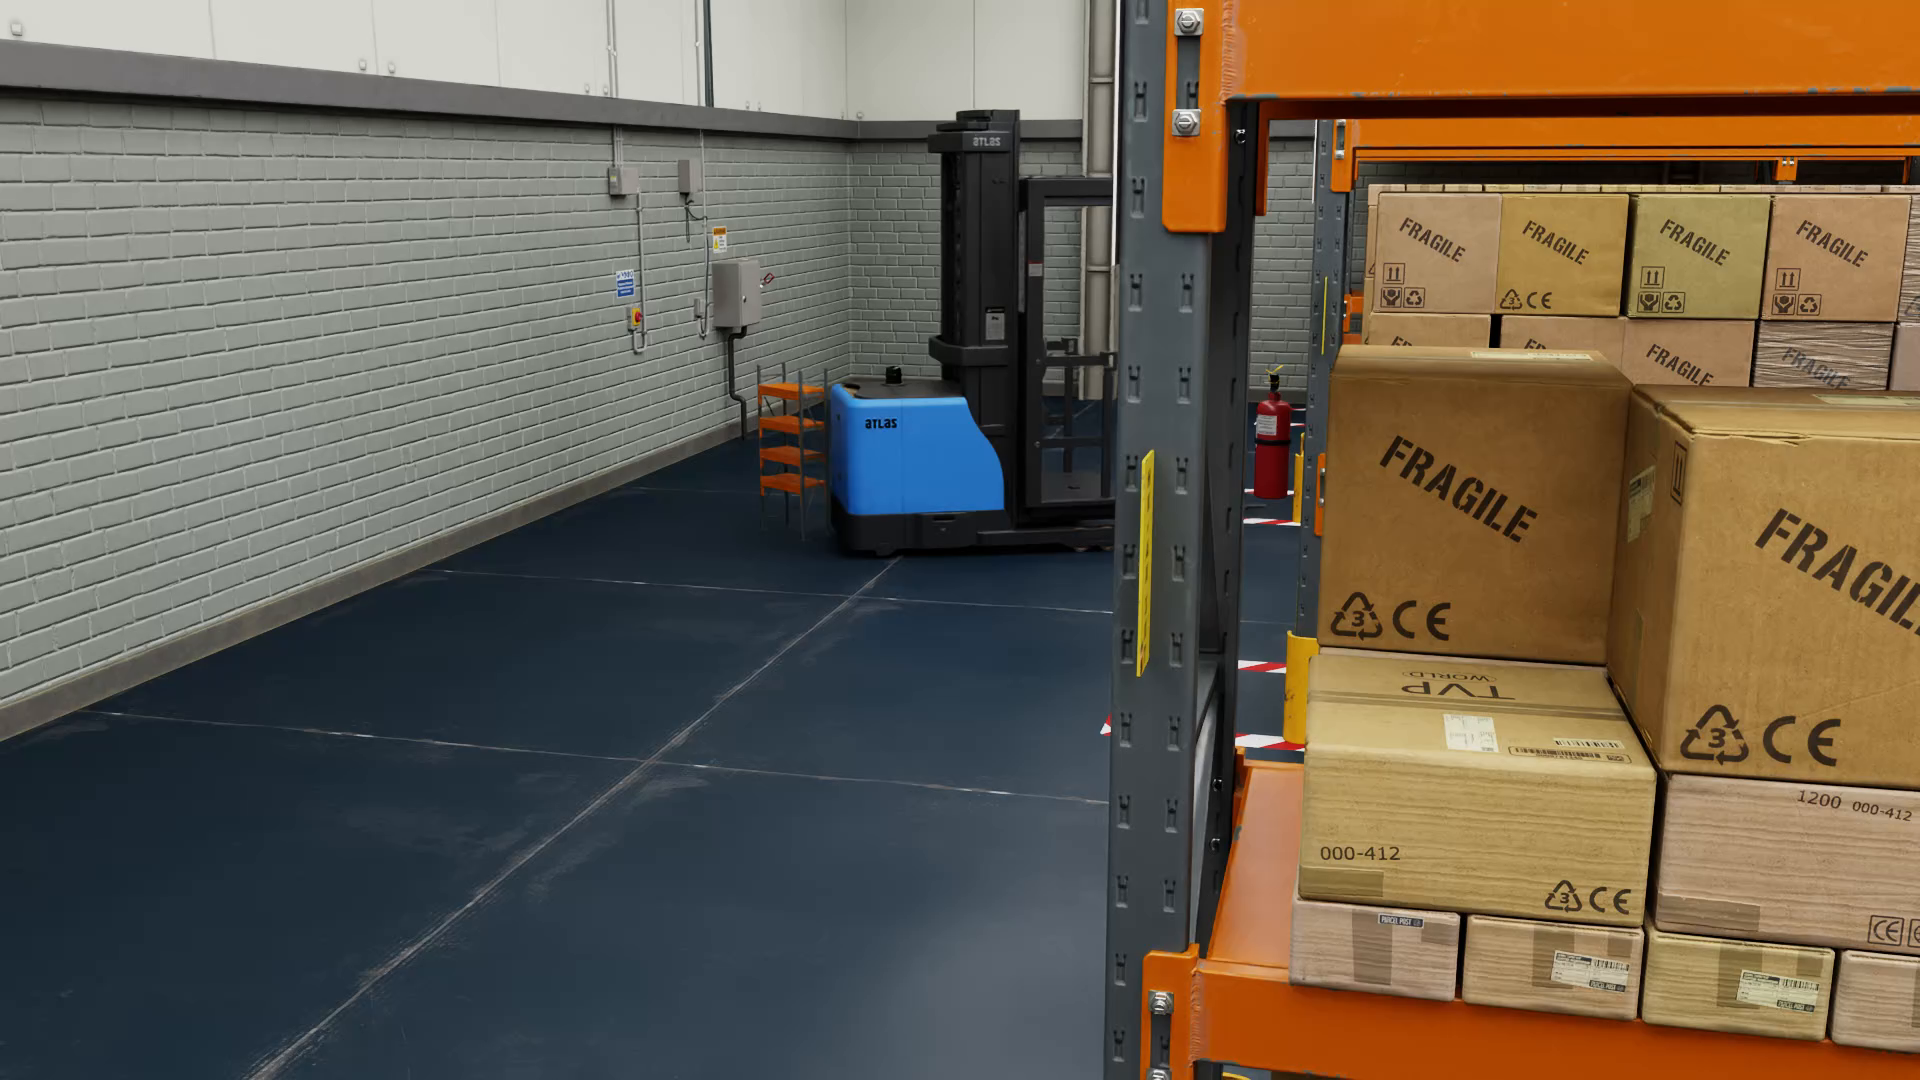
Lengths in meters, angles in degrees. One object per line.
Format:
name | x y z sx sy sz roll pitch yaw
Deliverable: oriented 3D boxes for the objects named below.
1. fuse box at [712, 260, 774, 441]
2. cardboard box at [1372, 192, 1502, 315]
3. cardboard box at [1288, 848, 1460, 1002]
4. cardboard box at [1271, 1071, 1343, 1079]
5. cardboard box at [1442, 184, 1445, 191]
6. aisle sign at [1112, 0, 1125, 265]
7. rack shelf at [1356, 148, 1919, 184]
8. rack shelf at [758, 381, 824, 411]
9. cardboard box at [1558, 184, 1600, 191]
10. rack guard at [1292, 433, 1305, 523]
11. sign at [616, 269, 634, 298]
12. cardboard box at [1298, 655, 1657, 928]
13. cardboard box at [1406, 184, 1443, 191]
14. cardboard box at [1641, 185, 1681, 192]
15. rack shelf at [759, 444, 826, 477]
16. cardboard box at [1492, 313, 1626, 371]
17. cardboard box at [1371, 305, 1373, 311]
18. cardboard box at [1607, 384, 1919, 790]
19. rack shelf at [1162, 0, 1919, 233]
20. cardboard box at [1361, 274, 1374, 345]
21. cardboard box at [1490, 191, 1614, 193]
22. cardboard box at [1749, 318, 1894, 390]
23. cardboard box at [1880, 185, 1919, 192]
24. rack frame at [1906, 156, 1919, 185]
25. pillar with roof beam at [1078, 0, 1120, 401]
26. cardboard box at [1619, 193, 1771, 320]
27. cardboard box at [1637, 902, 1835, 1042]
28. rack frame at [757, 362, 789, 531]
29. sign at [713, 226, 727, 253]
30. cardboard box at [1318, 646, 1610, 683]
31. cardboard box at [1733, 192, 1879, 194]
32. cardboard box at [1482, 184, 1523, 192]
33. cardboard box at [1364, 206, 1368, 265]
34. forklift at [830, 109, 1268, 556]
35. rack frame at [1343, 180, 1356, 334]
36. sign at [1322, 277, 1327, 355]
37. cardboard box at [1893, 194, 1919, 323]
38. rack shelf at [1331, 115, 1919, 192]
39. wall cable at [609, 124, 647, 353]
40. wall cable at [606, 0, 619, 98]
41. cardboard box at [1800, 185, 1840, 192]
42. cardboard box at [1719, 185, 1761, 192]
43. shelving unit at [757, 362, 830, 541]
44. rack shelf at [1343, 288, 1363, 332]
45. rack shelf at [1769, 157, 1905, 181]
fuse box | -2.046 -1.797 15.884 0.414 1.711 0.539 3 13 14
cardboard box | 2.073 -1.261 7.267 0.500 0.500 0.500 3 13 13
cardboard box | 0.680 0.590 2.729 0.250 0.149 0.380 3 13 14
cardboard box | 1.055 1.228 3.208 0.875 0.875 0.875 3 13 14
cardboard box | 3.708 -2.578 12.390 0.250 0.149 0.380 3 13 13
aisle sign | 0.273 -0.830 2.549 0.004 0.787 0.394 3 13 14
rack shelf | 4.731 -2.714 11.776 4.000 0.370 1.077 3 13 14
rack shelf | -1.182 -1.016 11.731 0.258 0.148 0.480 -11 17 -41
cardboard box | 4.323 -2.411 11.638 0.250 0.149 0.380 3 13 14
rack guard | 2.766 -0.485 12.767 0.348 0.500 1.175 3 13 14
sign | -2.762 -2.117 13.727 0.001 0.218 0.327 3 13 14
cardboard box | 0.816 0.389 2.714 0.500 0.250 0.500 3 13 12
cardboard box | 3.339 -2.483 11.962 0.250 0.149 0.380 3 13 15
cardboard box | 4.829 -2.389 11.538 0.250 0.149 0.380 3 13 14
rack shelf | -1.182 -0.567 11.830 0.258 0.148 0.480 -11 17 -41
cardboard box | 2.596 -0.748 7.264 0.500 0.500 0.500 3 13 14
cardboard box | 2.199 -0.883 7.871 0.500 0.500 0.500 3 13 15
cardboard box | 1.301 0.049 2.515 0.500 0.500 0.500 3 13 12
rack shelf | 2.356 -0.630 2.383 4.000 0.370 1.077 3 13 14
cardboard box | 3.186 -1.668 12.095 0.500 0.500 0.500 3 13 13
cardboard box | 2.697 -1.343 7.634 0.500 0.500 0.500 3 13 12
cardboard box | 3.565 -0.695 7.024 0.500 0.500 0.500 3 13 12
cardboard box | 6.297 -2.299 11.136 0.250 0.149 0.380 3 13 12
rack frame | 6.672 -1.497 11.555 0.127 3.000 1.000 3 13 14
pillar with roof beam | 0.541 -5.101 13.951 0.400 9.000 9.100 3 13 14
cardboard box | 3.064 -1.205 7.012 0.500 0.500 0.500 3 13 12
cardboard box | 1.178 0.616 2.611 0.250 0.149 0.380 3 13 12
rack frame | -1.346 -0.672 11.992 0.240 1.200 0.015 -11 17 -41
sign | -2.261 -2.829 15.651 0.001 0.242 0.339 3 13 14
cardboard box | 0.949 0.277 3.220 0.500 0.250 0.500 3 13 13
cardboard box | 3.718 -1.291 7.400 0.500 0.500 0.500 3 13 12
cardboard box | 3.823 -2.435 11.748 0.250 0.149 0.380 3 13 12
cardboard box | 3.314 -2.266 12.484 0.500 0.500 0.500 4 13 15
forklift | 0.638 -1.462 11.558 3.031 2.935 1.130 -3 13 -11
rack frame | 3.975 -2.748 17.196 0.127 3.000 1.000 3 13 14
sign | 1.571 -0.967 7.167 0.005 0.325 0.100 3 13 14
cardboard box | 4.067 -1.156 6.791 0.500 0.500 0.500 3 13 15
rack shelf | 3.643 -1.668 7.060 4.000 0.370 1.077 3 13 14
wall cable | -2.691 -2.503 13.674 0.123 1.953 0.585 3 13 14
wall cable | -2.801 -4.869 12.904 0.029 3.000 0.463 3 13 14
cardboard box | 5.827 -2.351 11.368 0.250 0.149 0.380 3 13 14
cardboard box | 5.326 -2.366 11.435 0.250 0.149 0.380 3 13 13
shelving unit | -1.182 -0.633 11.816 0.258 1.200 0.503 -11 17 -41
rack shelf | 5.916 -2.293 16.806 4.000 0.370 1.077 3 13 14
rack shelf | 9.800 -3.550 15.546 4.000 0.370 1.077 3 13 14
